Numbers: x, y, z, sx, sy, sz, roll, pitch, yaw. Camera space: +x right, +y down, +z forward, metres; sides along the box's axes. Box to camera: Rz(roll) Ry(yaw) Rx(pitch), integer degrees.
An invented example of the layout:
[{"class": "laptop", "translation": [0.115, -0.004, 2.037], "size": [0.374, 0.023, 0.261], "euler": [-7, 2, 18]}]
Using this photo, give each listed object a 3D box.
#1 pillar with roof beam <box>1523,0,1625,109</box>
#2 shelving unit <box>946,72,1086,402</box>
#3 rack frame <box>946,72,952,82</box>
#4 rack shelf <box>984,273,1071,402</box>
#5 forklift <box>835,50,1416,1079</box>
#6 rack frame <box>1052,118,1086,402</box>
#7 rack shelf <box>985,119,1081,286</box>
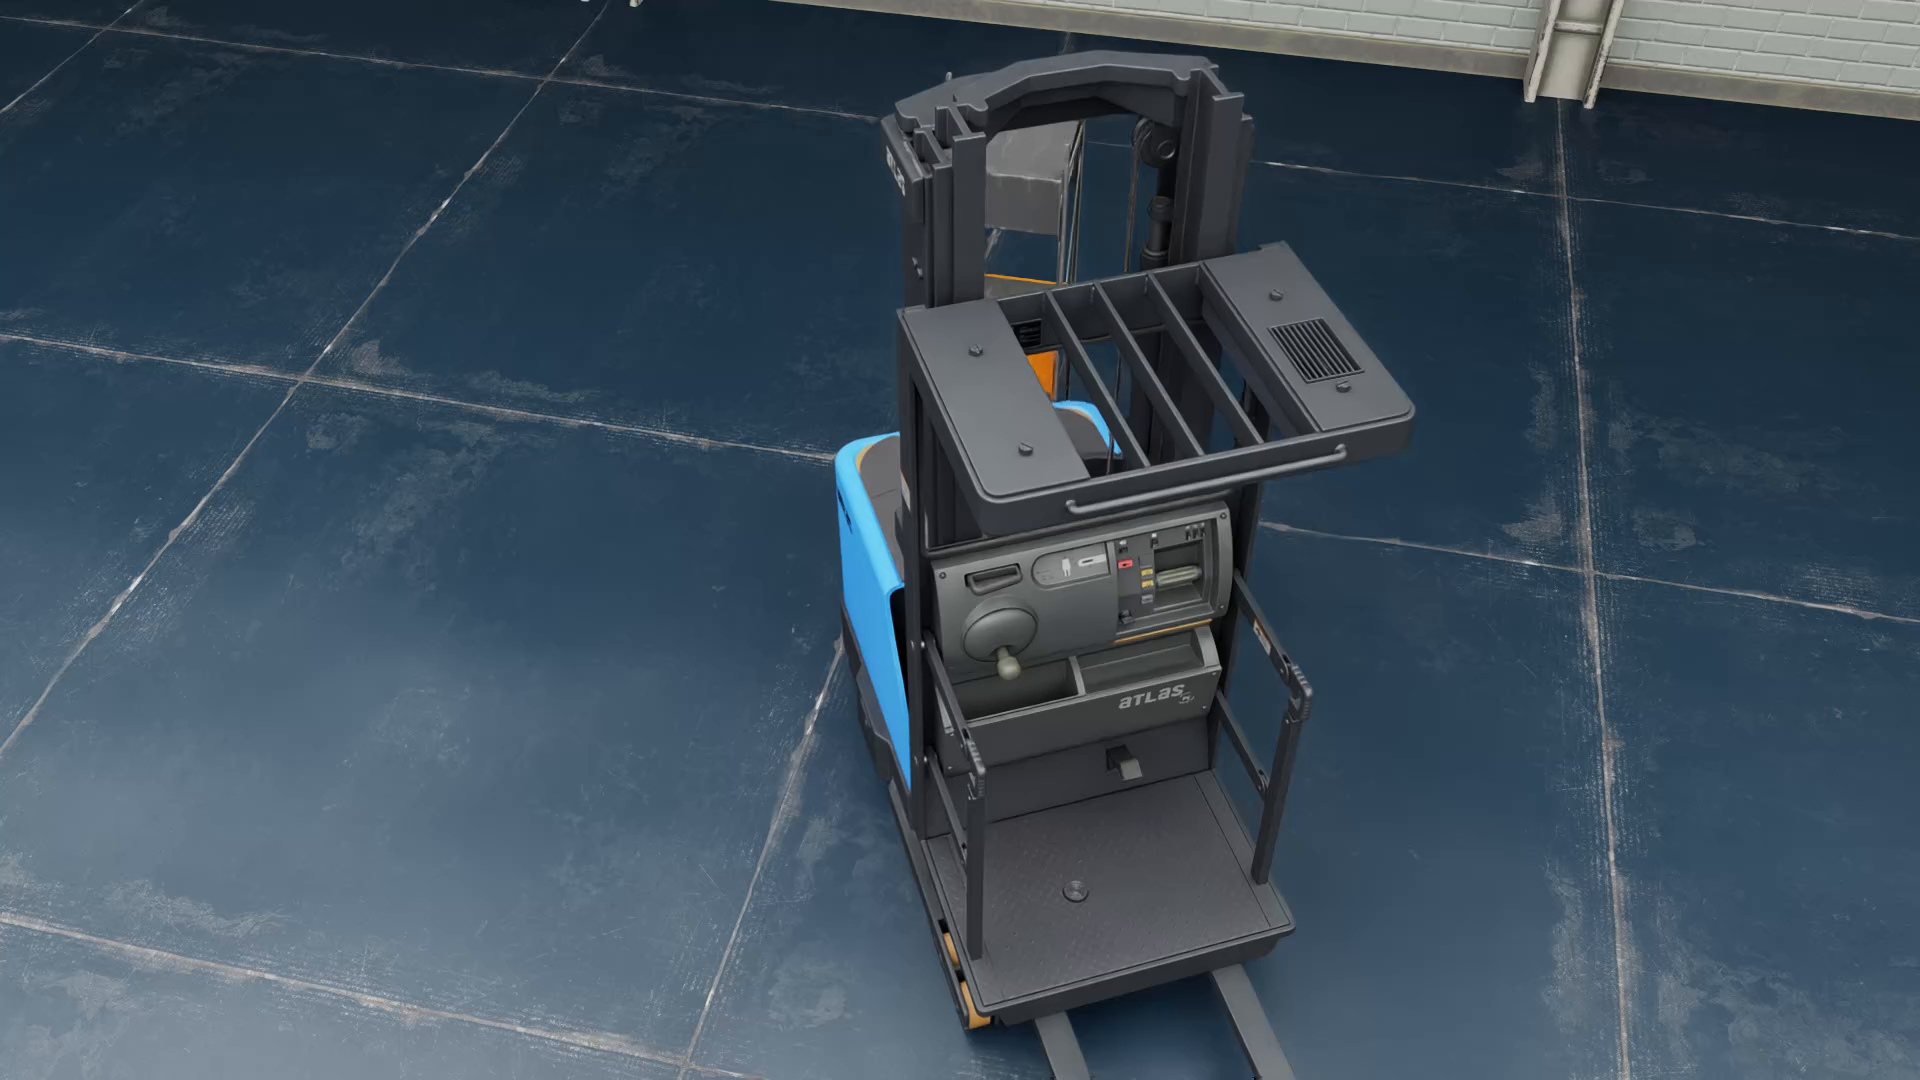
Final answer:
[{"class": "pillar with roof beam", "translation": [2.659, -3.023, 3.862], "size": [0.400, 9.000, 9.100], "euler": [9, 45, 9]}, {"class": "shelving unit", "translation": [0.160, -0.735, 6.459], "size": [0.503, 2.100, 0.431], "euler": [8, 45, 9]}, {"class": "rack frame", "translation": [-0.079, -0.770, 6.495], "size": [0.015, 2.100, 0.400], "euler": [8, 45, 9]}, {"class": "rack shelf", "translation": [0.160, -0.725, 6.468], "size": [0.480, 0.518, 0.431], "euler": [8, 45, 9]}, {"class": "forklift", "translation": [0.442, 0.248, 4.839], "size": [1.130, 2.935, 3.031], "euler": [-12, 45, -12]}, {"class": "rack frame", "translation": [0.398, -0.700, 6.423], "size": [0.015, 2.100, 0.400], "euler": [8, 45, 9]}, {"class": "rack shelf", "translation": [0.160, -1.229, 5.982], "size": [0.480, 0.518, 0.431], "euler": [8, 45, 9]}]
